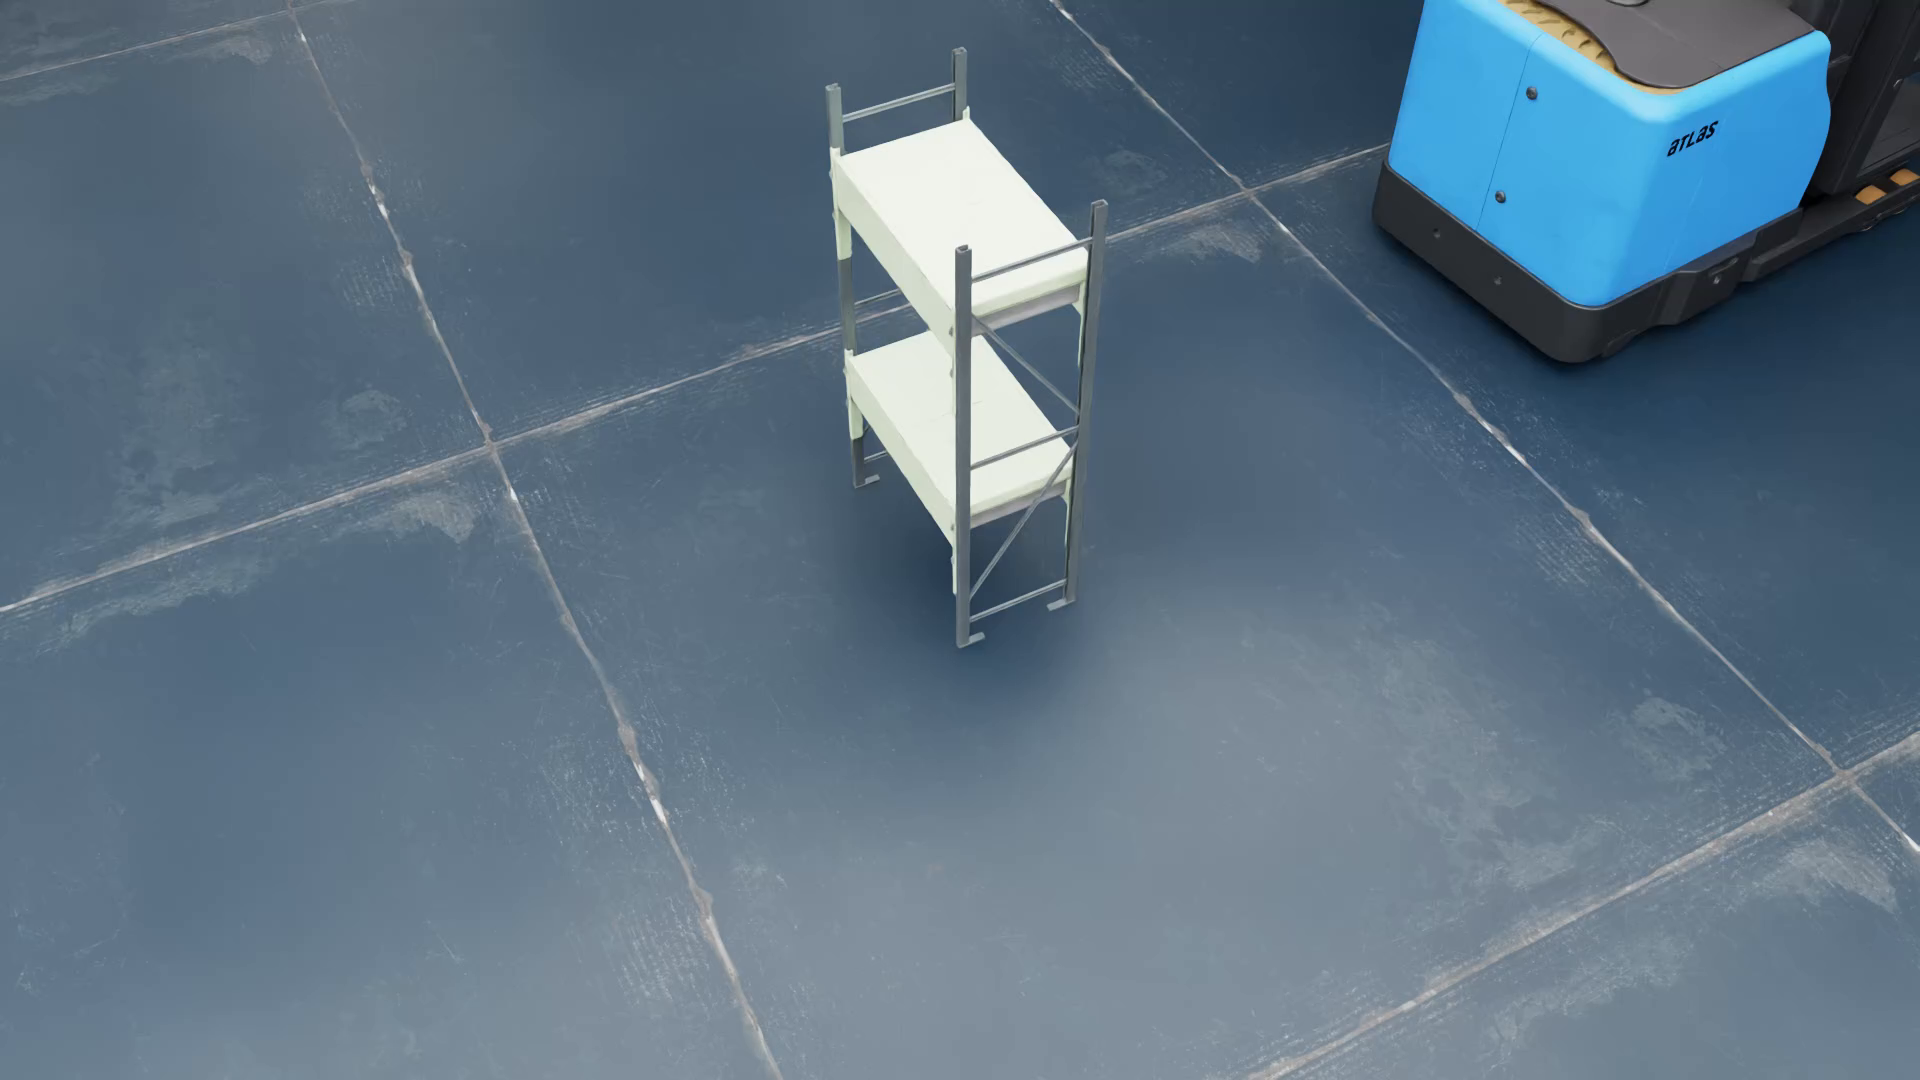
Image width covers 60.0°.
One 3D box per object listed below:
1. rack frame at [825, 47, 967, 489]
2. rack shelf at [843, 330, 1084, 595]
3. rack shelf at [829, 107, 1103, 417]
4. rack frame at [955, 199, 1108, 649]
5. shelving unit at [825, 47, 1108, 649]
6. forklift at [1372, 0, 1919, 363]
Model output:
[{"bbox_3d":[-0.164,-0.734,4.896,0.400,1.500,0.023,-21,52,-18],"label":"rack frame"},{"bbox_3d":[0.003,-0.275,4.927,0.431,0.370,0.720,-21,52,-18],"label":"rack shelf"},{"bbox_3d":[0.003,-0.746,4.388,0.431,0.370,0.720,-21,52,-18],"label":"rack shelf"},{"bbox_3d":[0.171,-0.244,4.467,0.400,1.500,0.023,-21,52,-18],"label":"rack frame"},{"bbox_3d":[0.003,-0.489,4.682,0.431,1.500,0.755,-21,52,-18],"label":"shelving unit"},{"bbox_3d":[3.057,-2.439,5.436,3.031,2.935,1.130,-26,54,-21],"label":"forklift"}]
